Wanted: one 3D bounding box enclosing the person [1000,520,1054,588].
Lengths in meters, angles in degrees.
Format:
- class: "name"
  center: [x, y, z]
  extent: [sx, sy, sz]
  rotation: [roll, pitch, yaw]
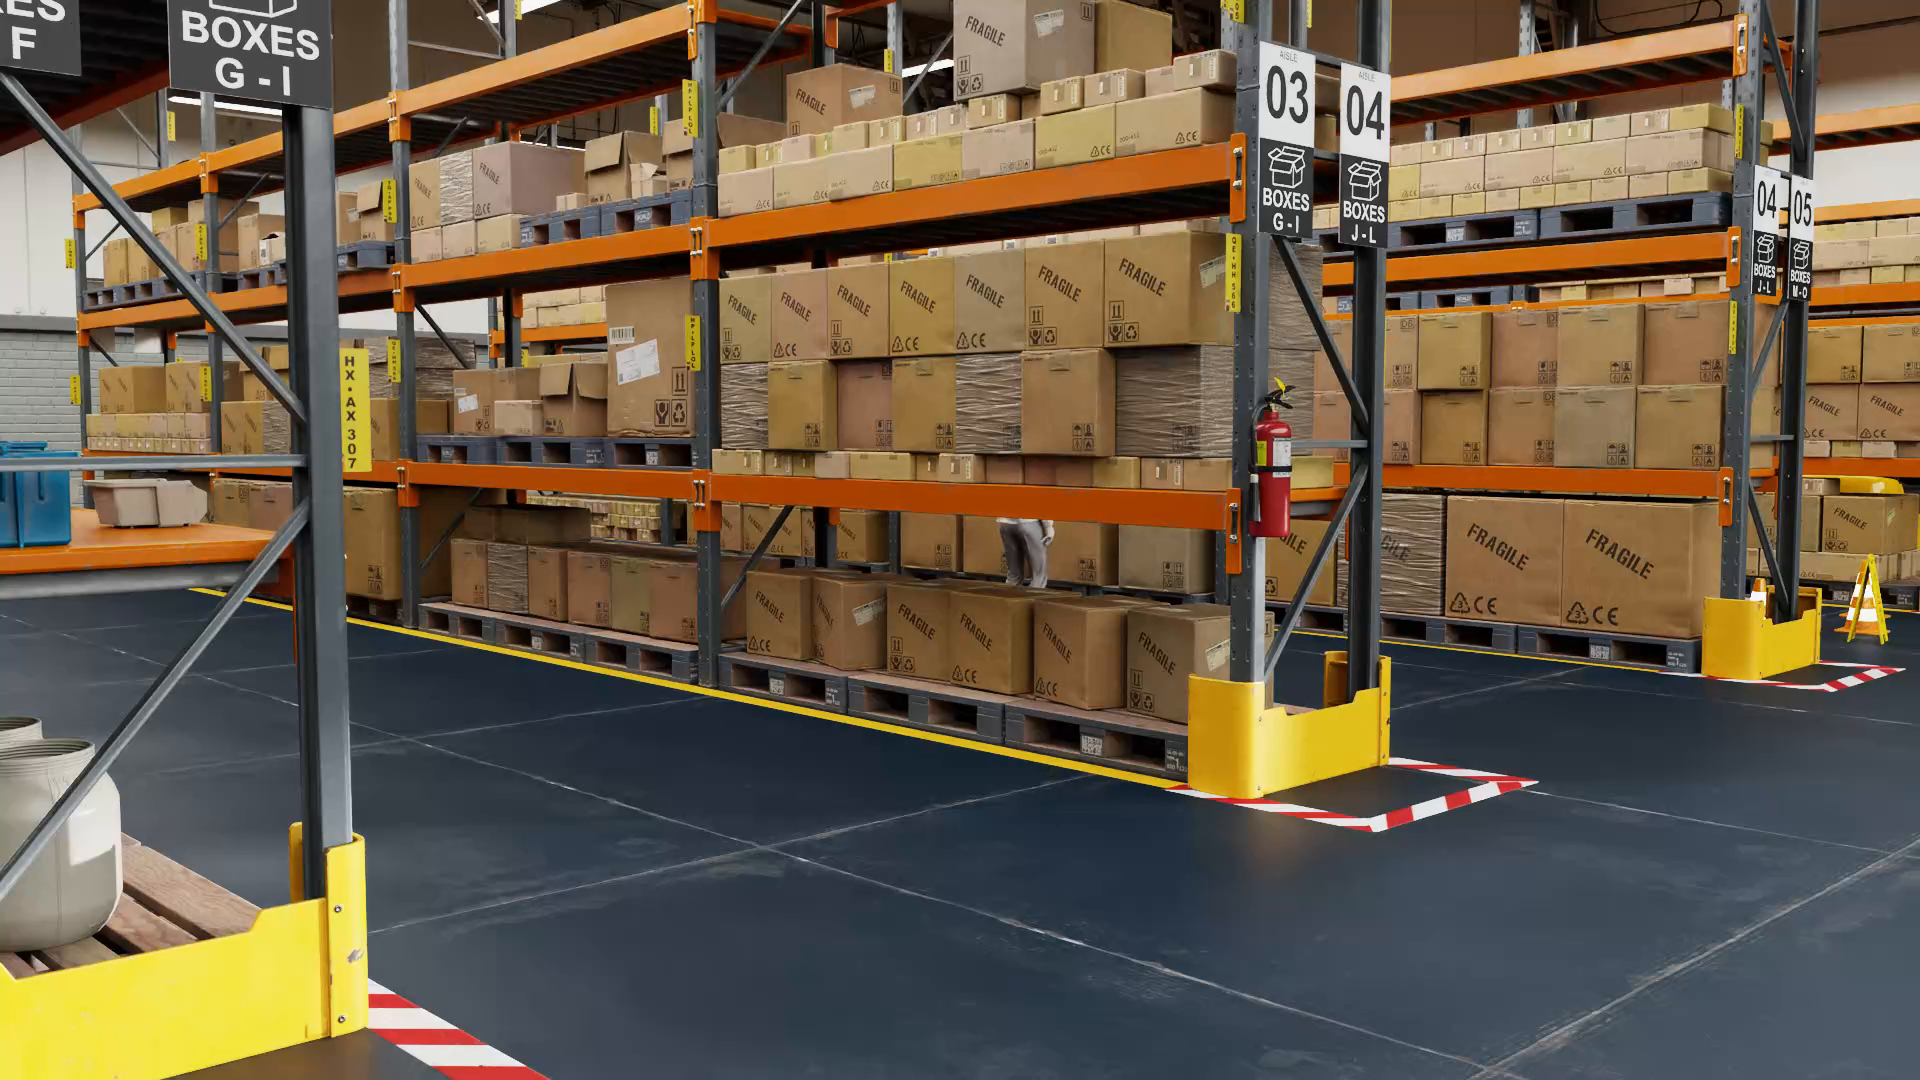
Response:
- class: "person"
  center: [0.495, -0.133, 12.462]
  extent: [0.503, 1.600, 0.342]
  rotation: [4, 6, 44]
